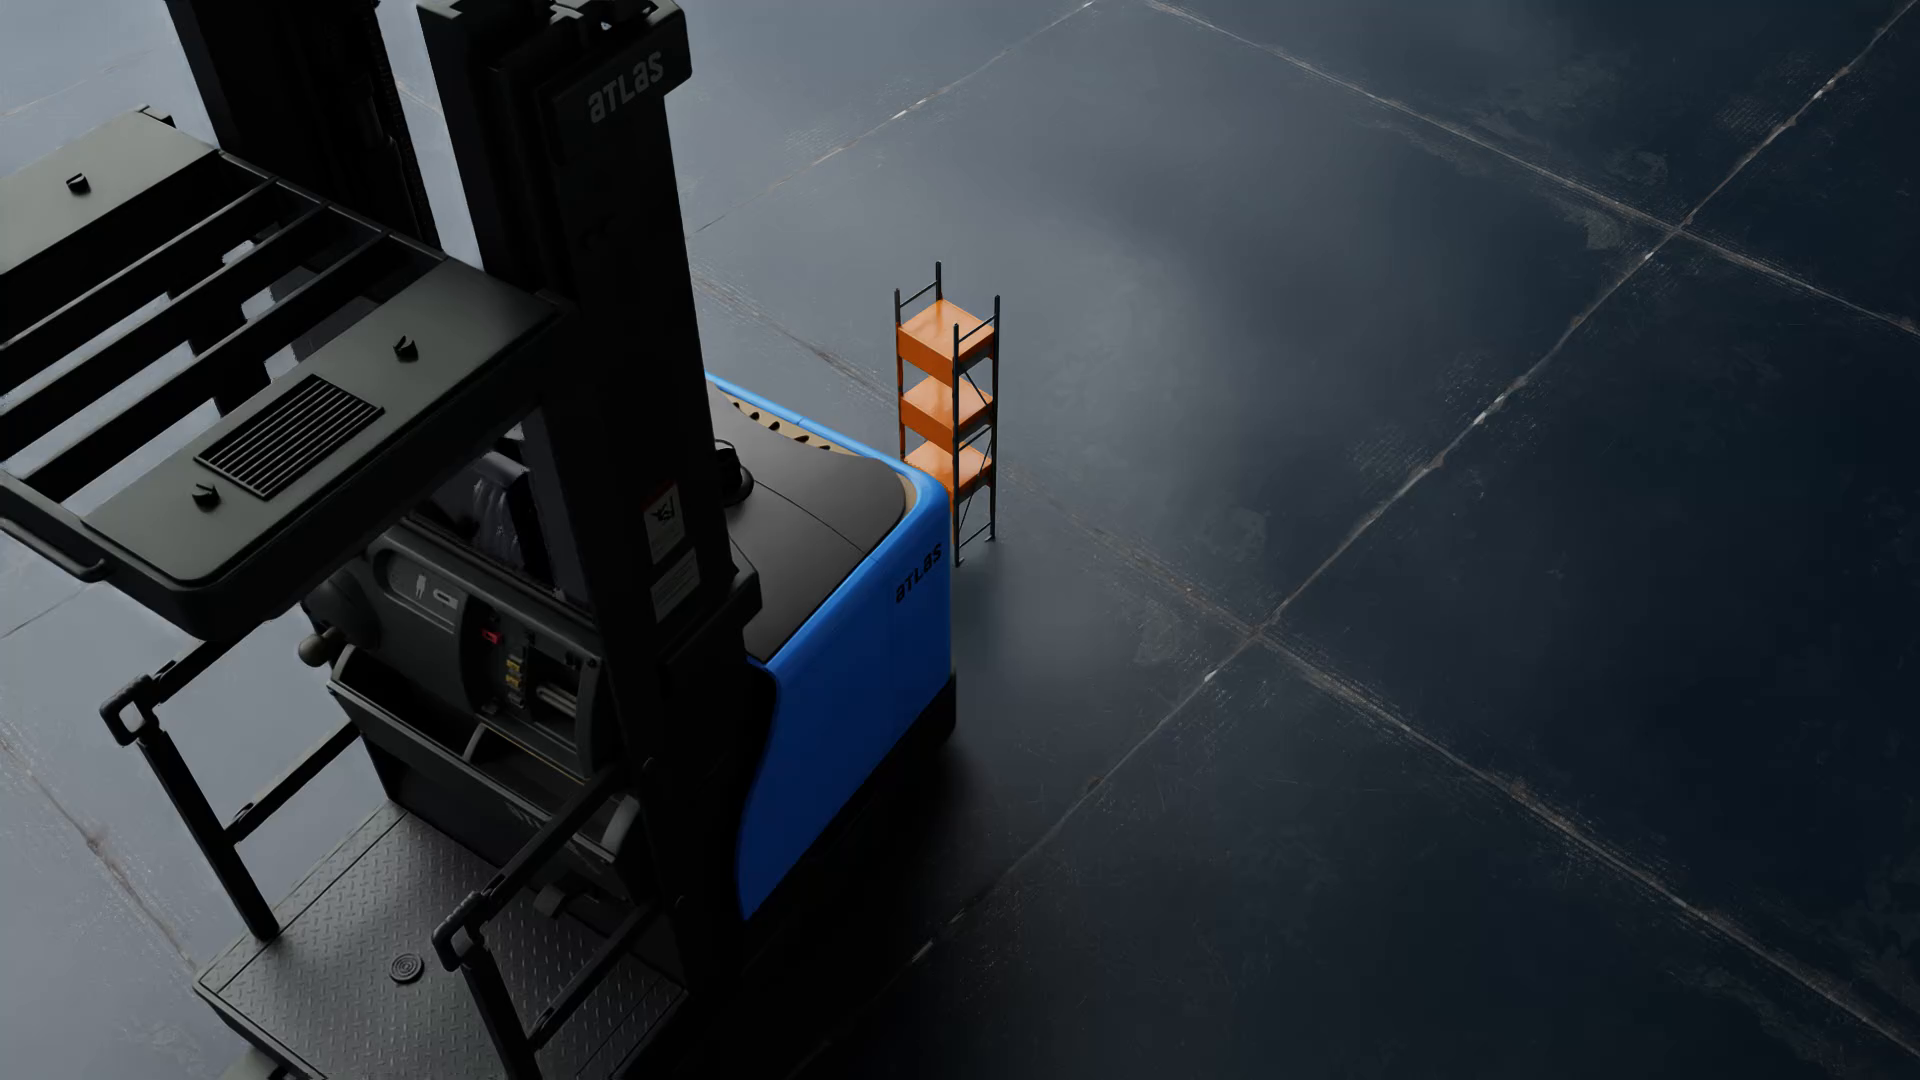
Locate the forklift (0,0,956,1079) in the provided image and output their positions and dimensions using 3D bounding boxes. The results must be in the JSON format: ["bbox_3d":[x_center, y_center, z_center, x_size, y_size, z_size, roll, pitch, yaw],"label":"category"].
[{"bbox_3d":[-1.241,0.289,3.468,1.130,2.935,3.031,26,52,22],"label":"forklift"}]

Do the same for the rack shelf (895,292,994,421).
[{"bbox_3d":[-0.039,-0.573,5.193,0.240,0.259,0.215,34,55,28],"label":"rack shelf"}]

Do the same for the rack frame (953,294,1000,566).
[{"bbox_3d":[0.050,-0.326,5.335,0.008,1.050,0.200,34,55,28],"label":"rack frame"}]

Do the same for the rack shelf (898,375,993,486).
[{"bbox_3d":[-0.039,-0.379,5.400,0.240,0.259,0.215,34,55,28],"label":"rack shelf"}]

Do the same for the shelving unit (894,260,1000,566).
[{"bbox_3d":[-0.039,-0.386,5.392,0.252,1.050,0.215,34,55,28],"label":"shelving unit"}]

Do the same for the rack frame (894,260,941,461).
[{"bbox_3d":[-0.129,-0.446,5.449,0.008,1.050,0.200,34,55,28],"label":"rack frame"}]

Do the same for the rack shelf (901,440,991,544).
[{"bbox_3d":[-0.039,-0.188,5.602,0.240,0.259,0.215,34,55,28],"label":"rack shelf"}]
